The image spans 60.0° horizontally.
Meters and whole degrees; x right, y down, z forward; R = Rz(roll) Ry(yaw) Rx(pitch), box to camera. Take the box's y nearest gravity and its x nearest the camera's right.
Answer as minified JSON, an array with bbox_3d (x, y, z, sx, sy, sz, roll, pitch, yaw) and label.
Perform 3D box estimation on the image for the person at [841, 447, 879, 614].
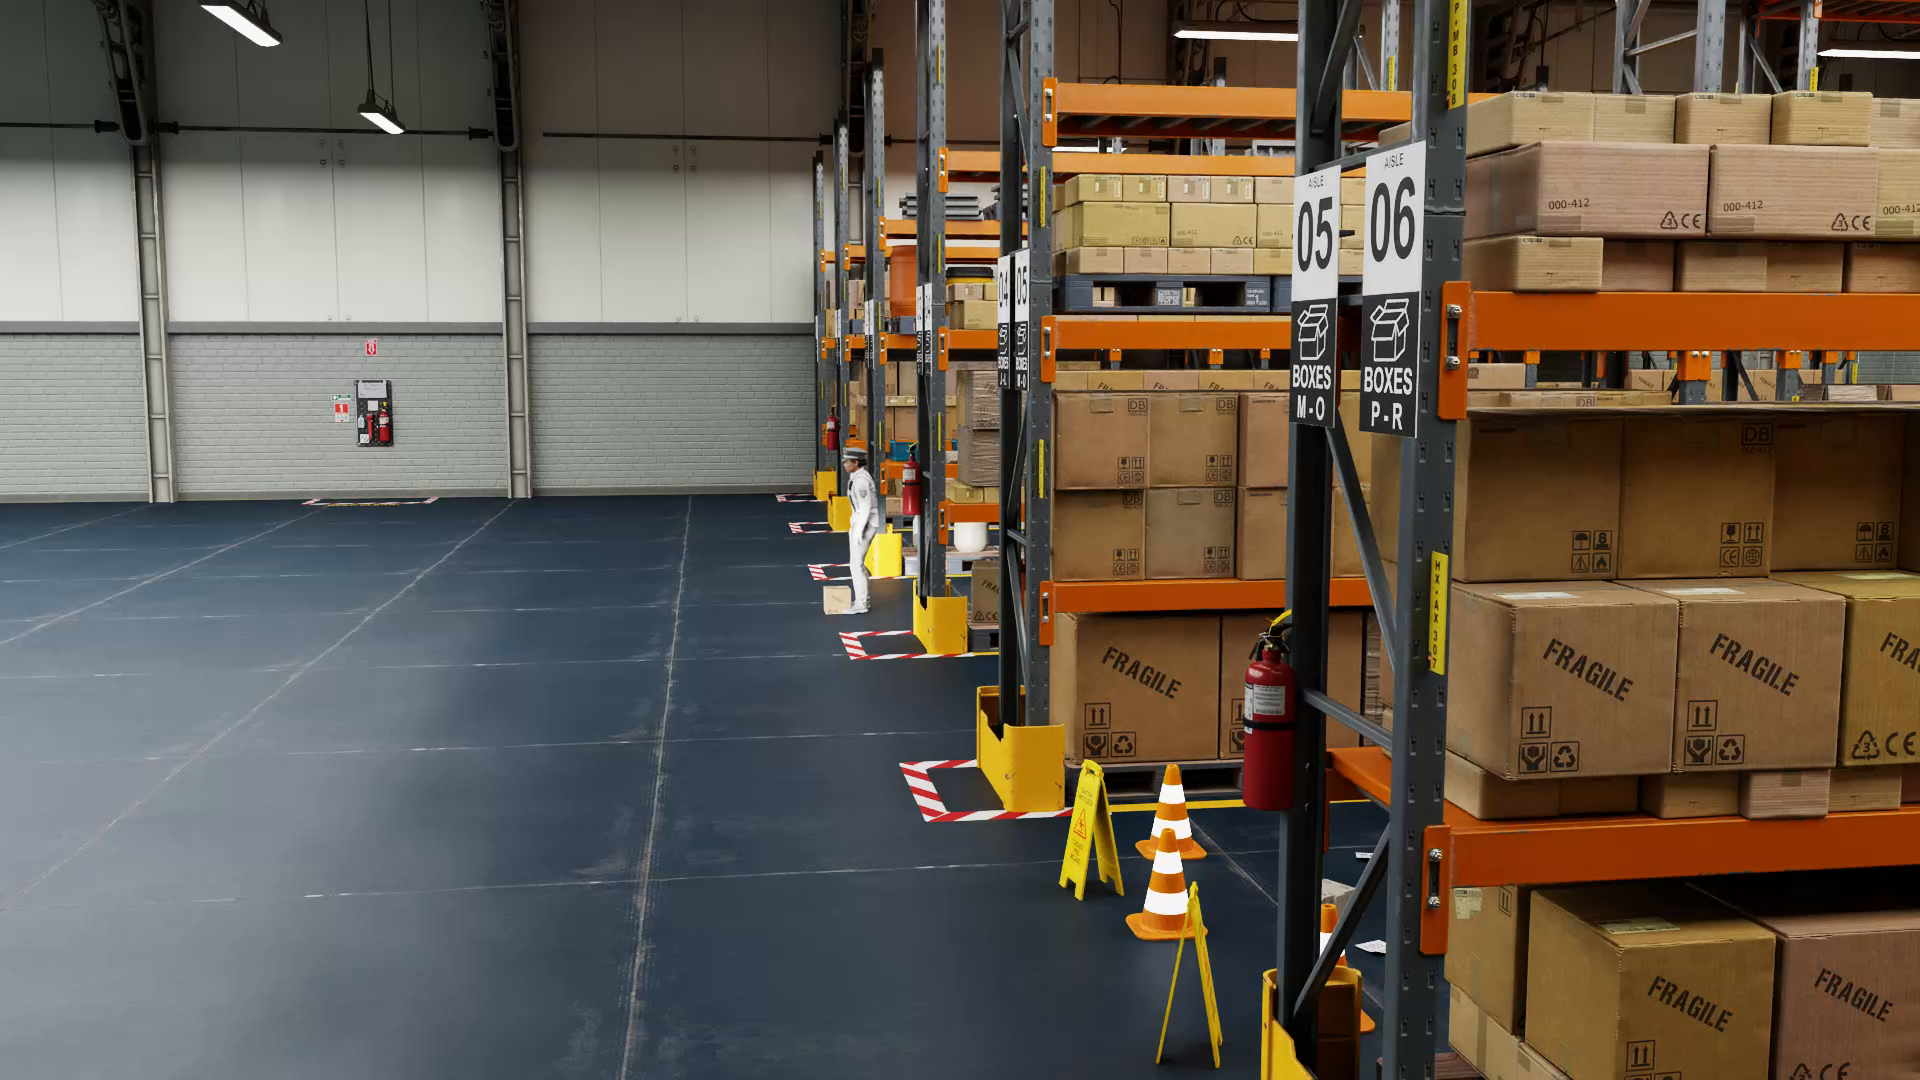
[{"bbox_3d":[-1.017,-0.103,16.710,0.403,1.664,0.528,-1,7,-8],"label":"person"}]
